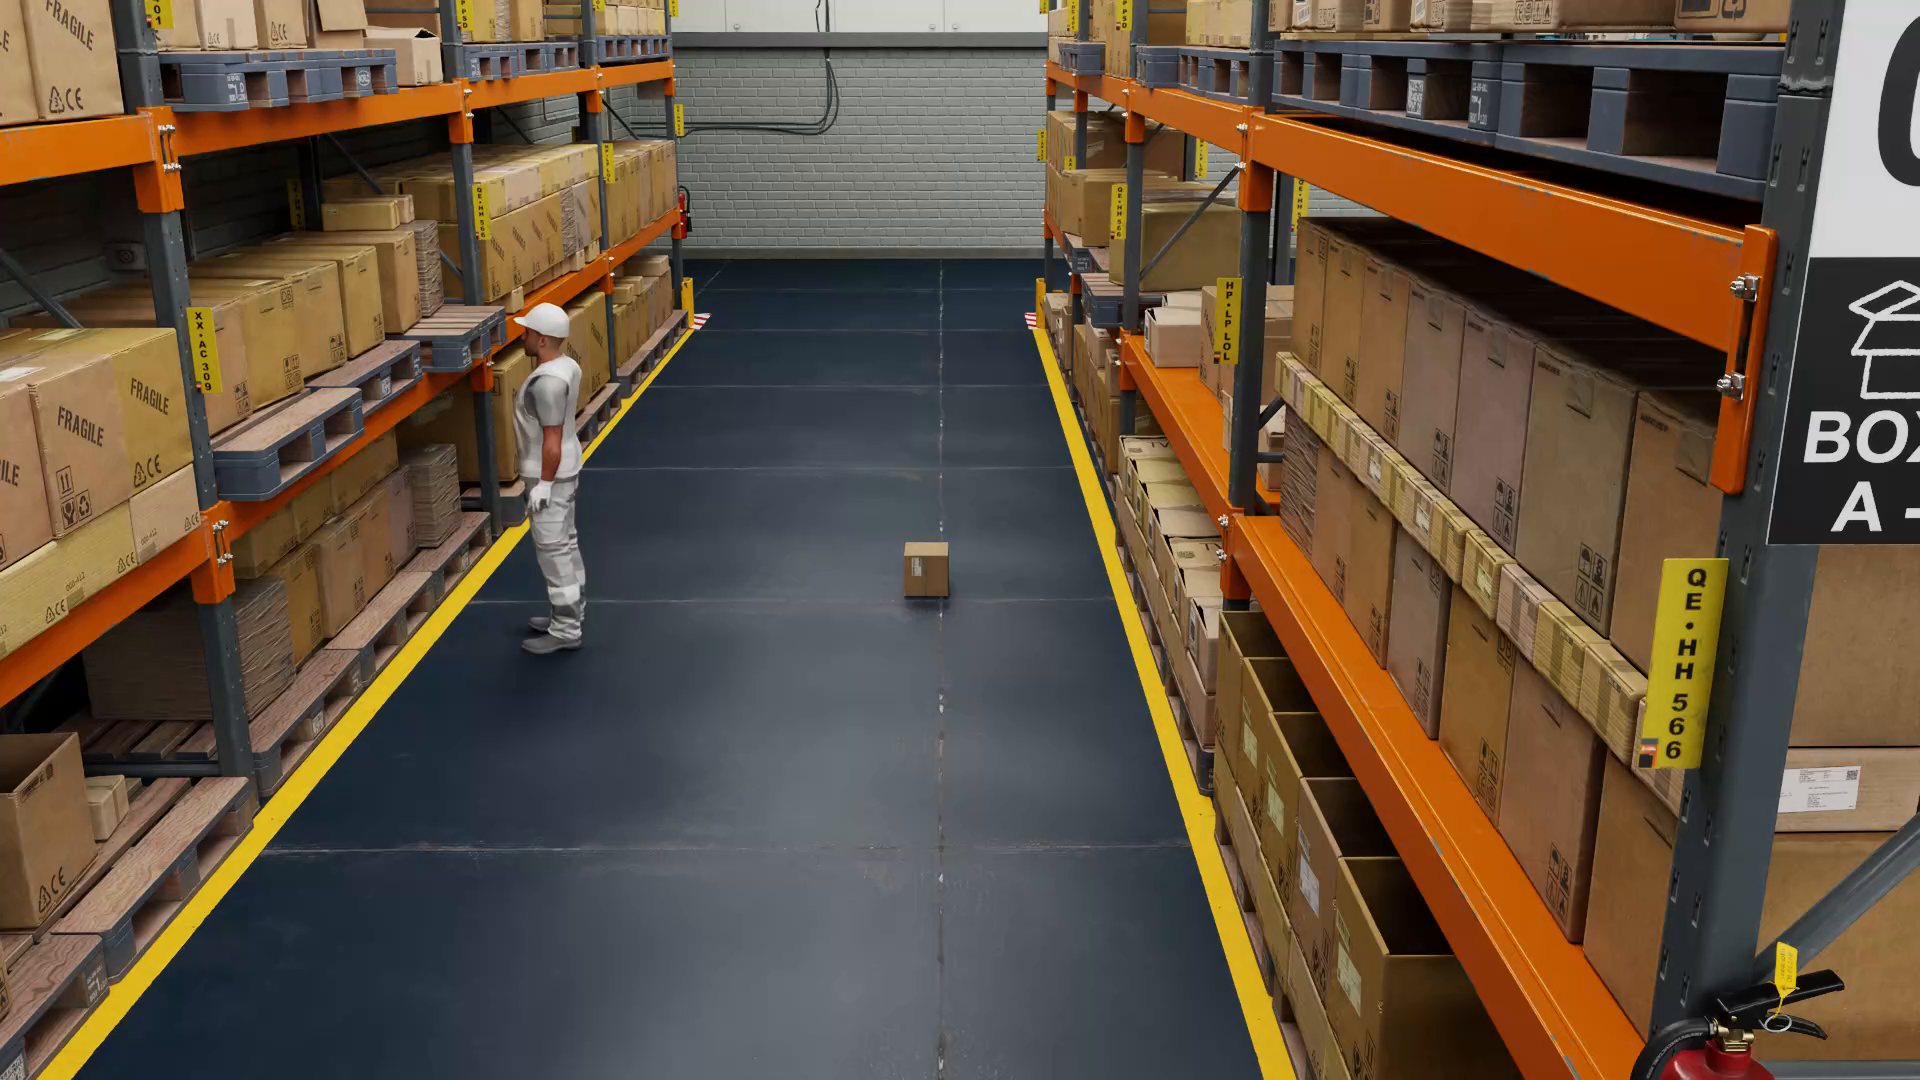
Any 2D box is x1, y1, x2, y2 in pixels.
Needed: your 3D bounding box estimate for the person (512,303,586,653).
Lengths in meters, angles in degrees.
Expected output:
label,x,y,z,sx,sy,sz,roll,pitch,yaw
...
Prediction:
label,x,y,z,sx,sy,sz,roll,pitch,yaw
person,-2.122,-0.321,8.549,0.380,1.794,0.538,-1,17,-3
